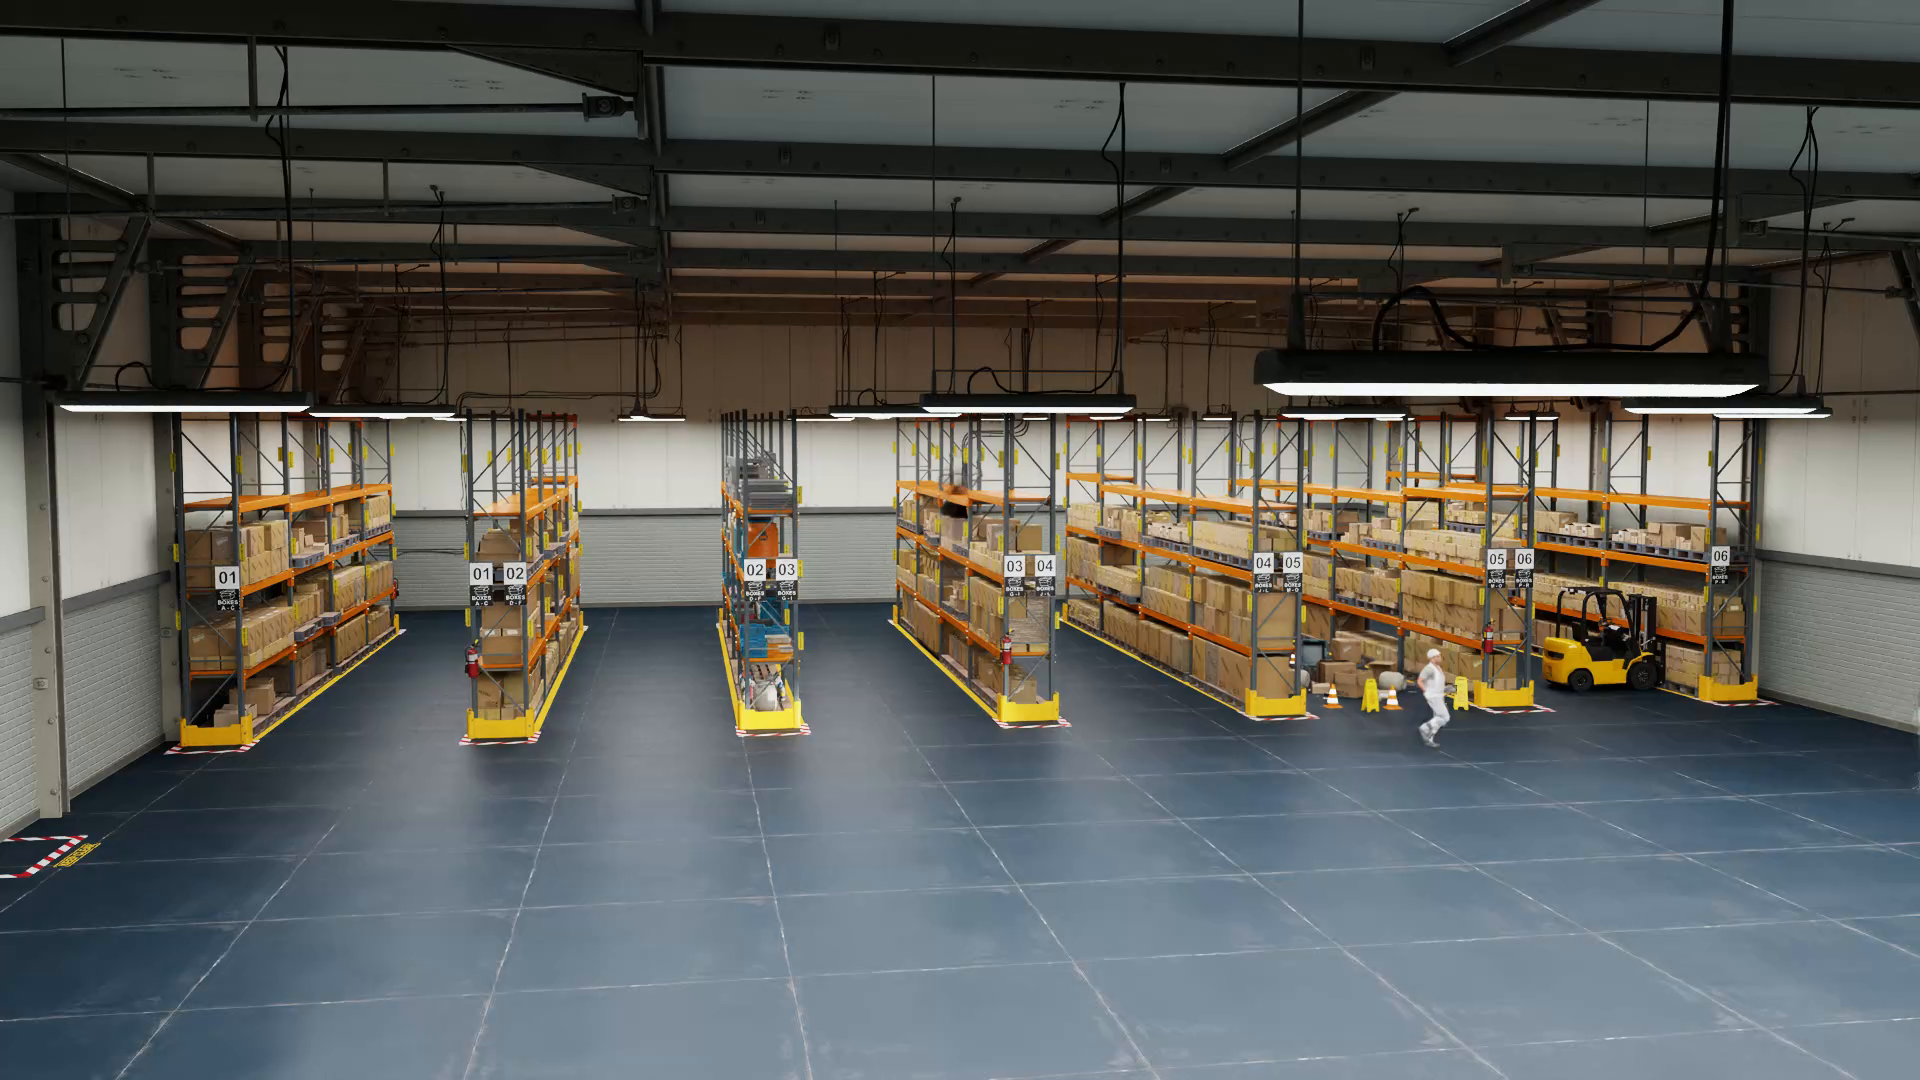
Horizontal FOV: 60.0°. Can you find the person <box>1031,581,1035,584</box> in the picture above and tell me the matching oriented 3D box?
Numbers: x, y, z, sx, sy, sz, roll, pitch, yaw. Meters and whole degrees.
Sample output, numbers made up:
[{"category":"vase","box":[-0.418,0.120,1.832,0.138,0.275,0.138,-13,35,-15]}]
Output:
[{"category":"person","box":[2.163,1.669,46.225,0.641,1.654,0.691,0,4,0]}]

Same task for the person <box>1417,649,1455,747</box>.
[{"category":"person","box":[8.438,2.796,29.395,0.581,1.740,0.652,3,5,34]}]
